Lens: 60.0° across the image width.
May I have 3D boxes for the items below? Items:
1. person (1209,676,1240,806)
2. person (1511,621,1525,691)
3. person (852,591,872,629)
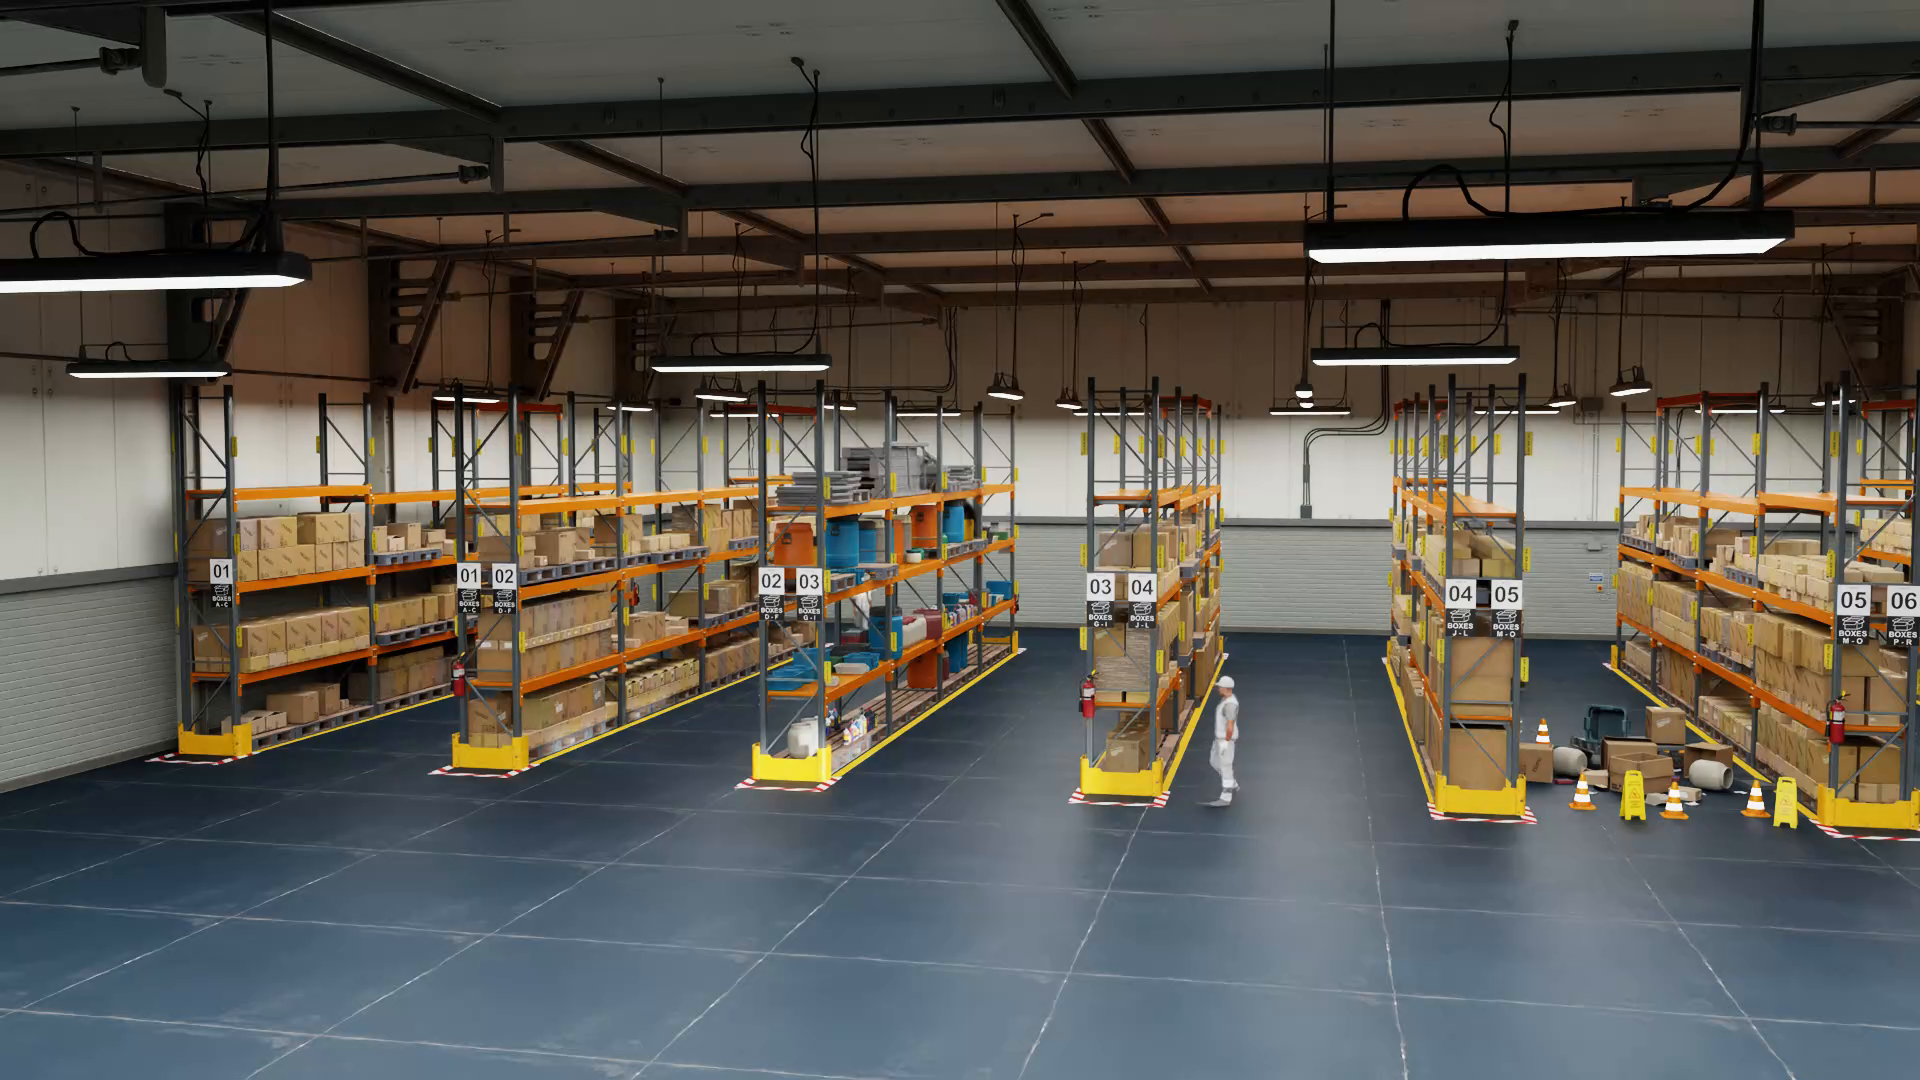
[{"bbox_3d":[3.712,2.793,23.291,0.528,1.789,0.620,0,3,-6],"label":"person"},{"bbox_3d":[11.298,2.252,34.174,0.562,1.674,0.730,-3,4,-41],"label":"person"},{"bbox_3d":[-2.506,1.817,42.544,0.481,1.621,0.978,0,3,6],"label":"person"}]
